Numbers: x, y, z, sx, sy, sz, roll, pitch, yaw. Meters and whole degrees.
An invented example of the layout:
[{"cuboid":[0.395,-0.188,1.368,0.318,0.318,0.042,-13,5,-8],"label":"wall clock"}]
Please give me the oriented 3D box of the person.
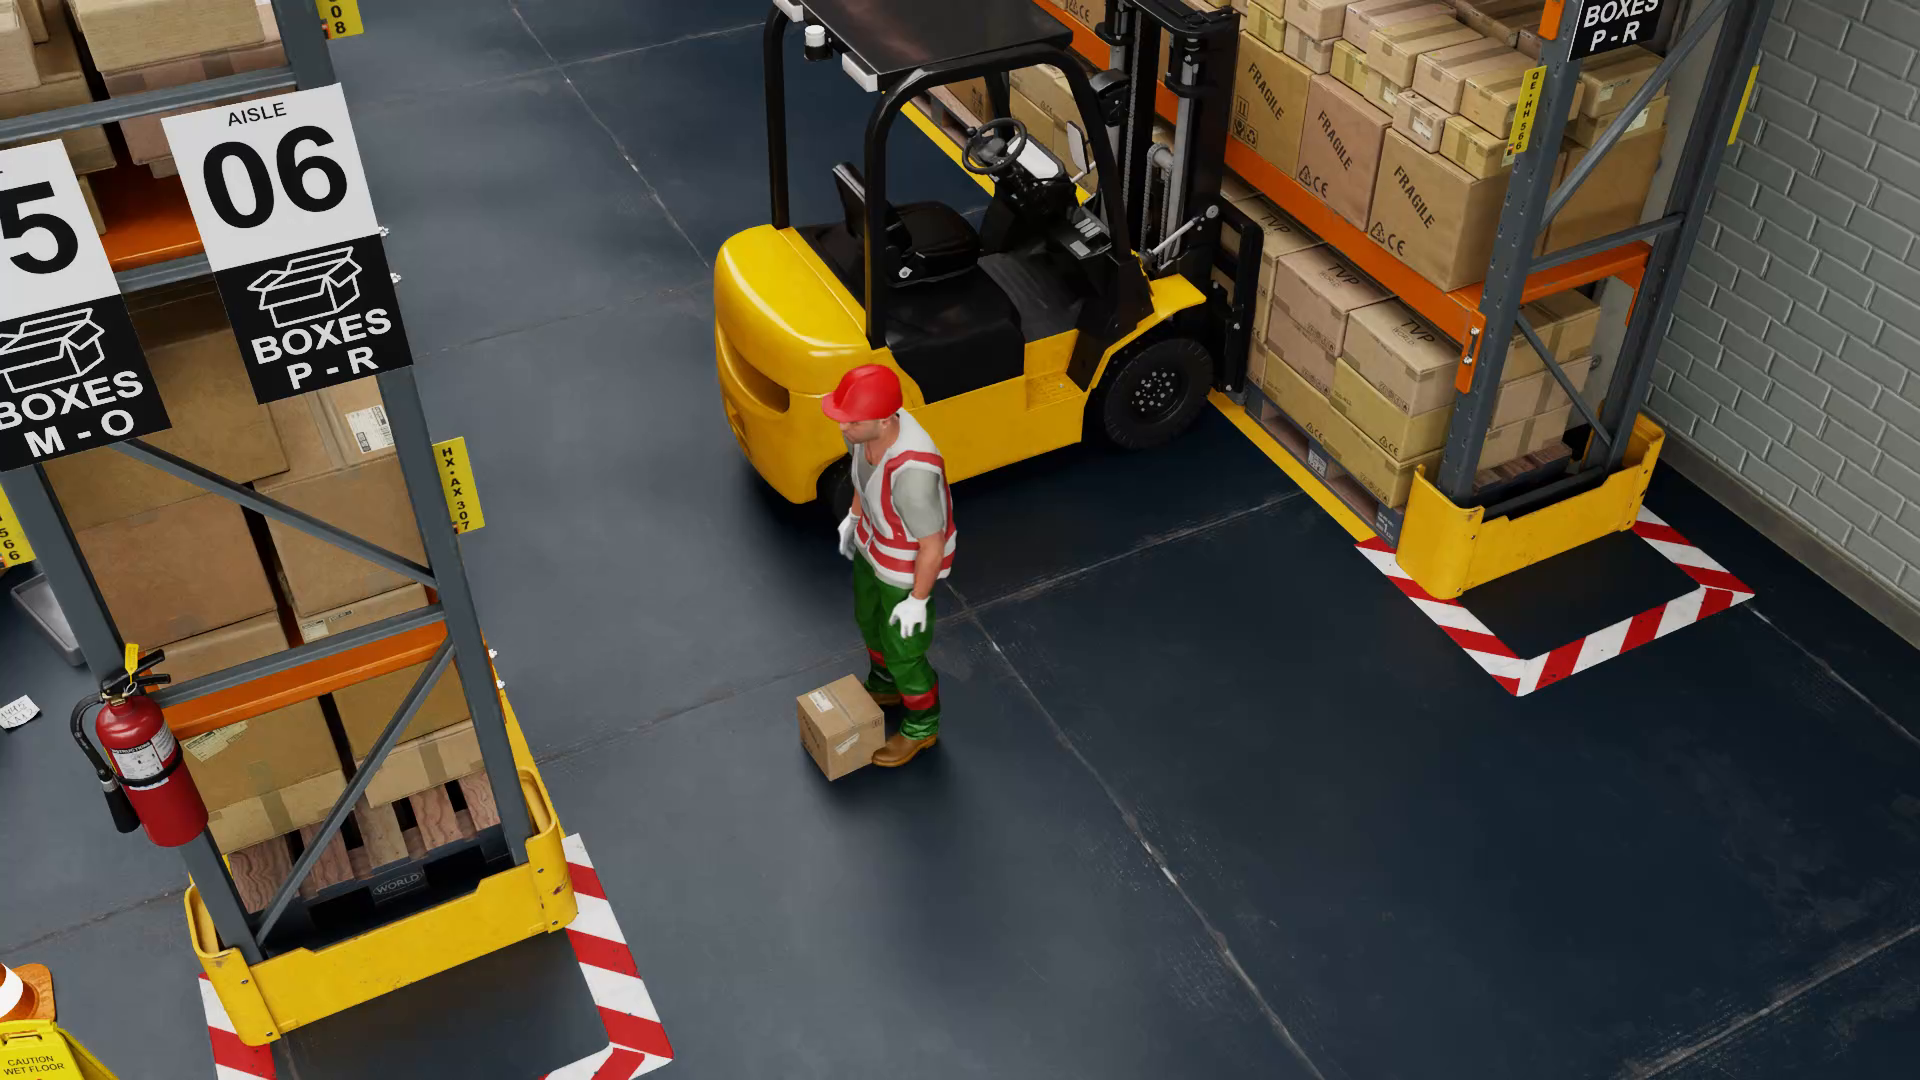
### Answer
[{"cuboid":[-0.260,0.082,6.051,0.449,1.780,0.607,-19,44,-20],"label":"person"}]
